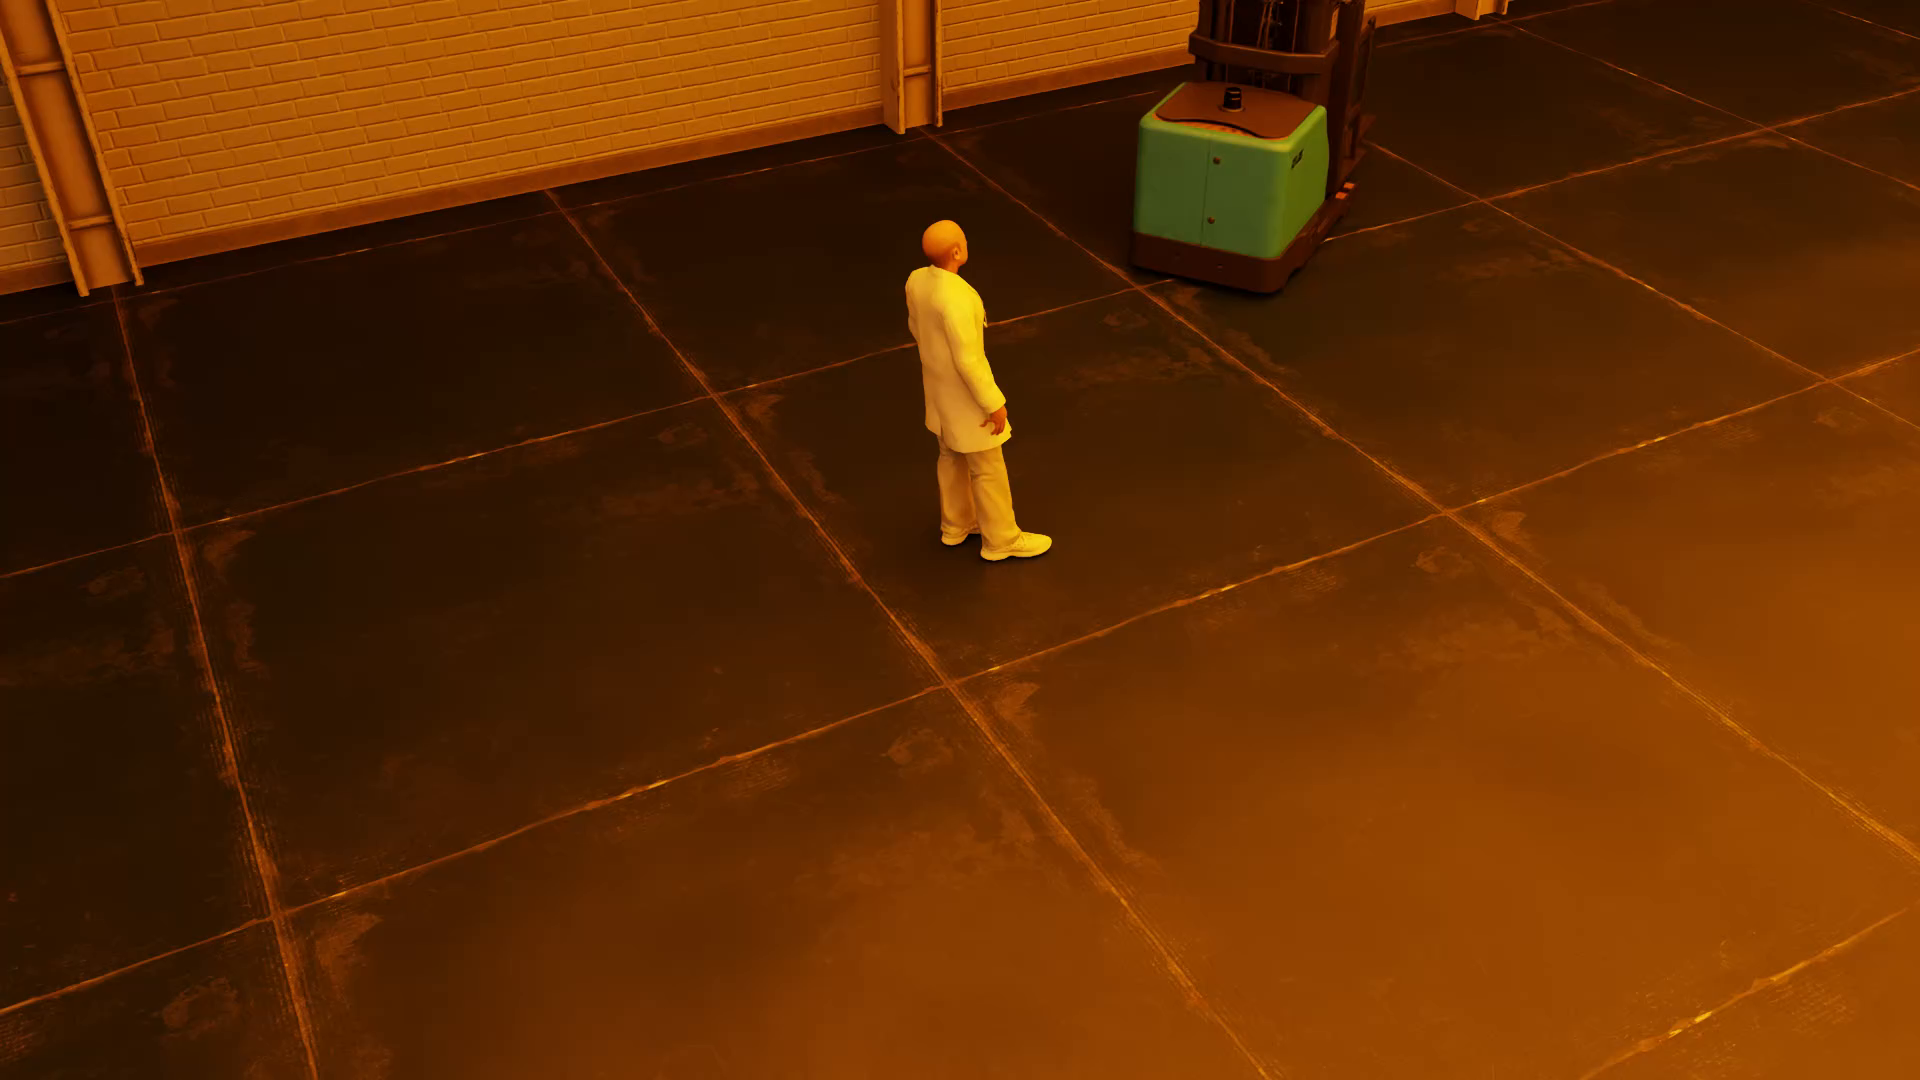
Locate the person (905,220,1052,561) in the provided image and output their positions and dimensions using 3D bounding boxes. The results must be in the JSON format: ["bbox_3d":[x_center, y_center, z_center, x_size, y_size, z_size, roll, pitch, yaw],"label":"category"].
[{"bbox_3d":[0.082,-0.754,8.176,0.581,1.776,0.696,-17,39,-23],"label":"person"}]

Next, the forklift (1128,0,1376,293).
[{"bbox_3d":[2.251,-3.635,11.266,1.130,2.935,3.031,16,38,22],"label":"forklift"}]
